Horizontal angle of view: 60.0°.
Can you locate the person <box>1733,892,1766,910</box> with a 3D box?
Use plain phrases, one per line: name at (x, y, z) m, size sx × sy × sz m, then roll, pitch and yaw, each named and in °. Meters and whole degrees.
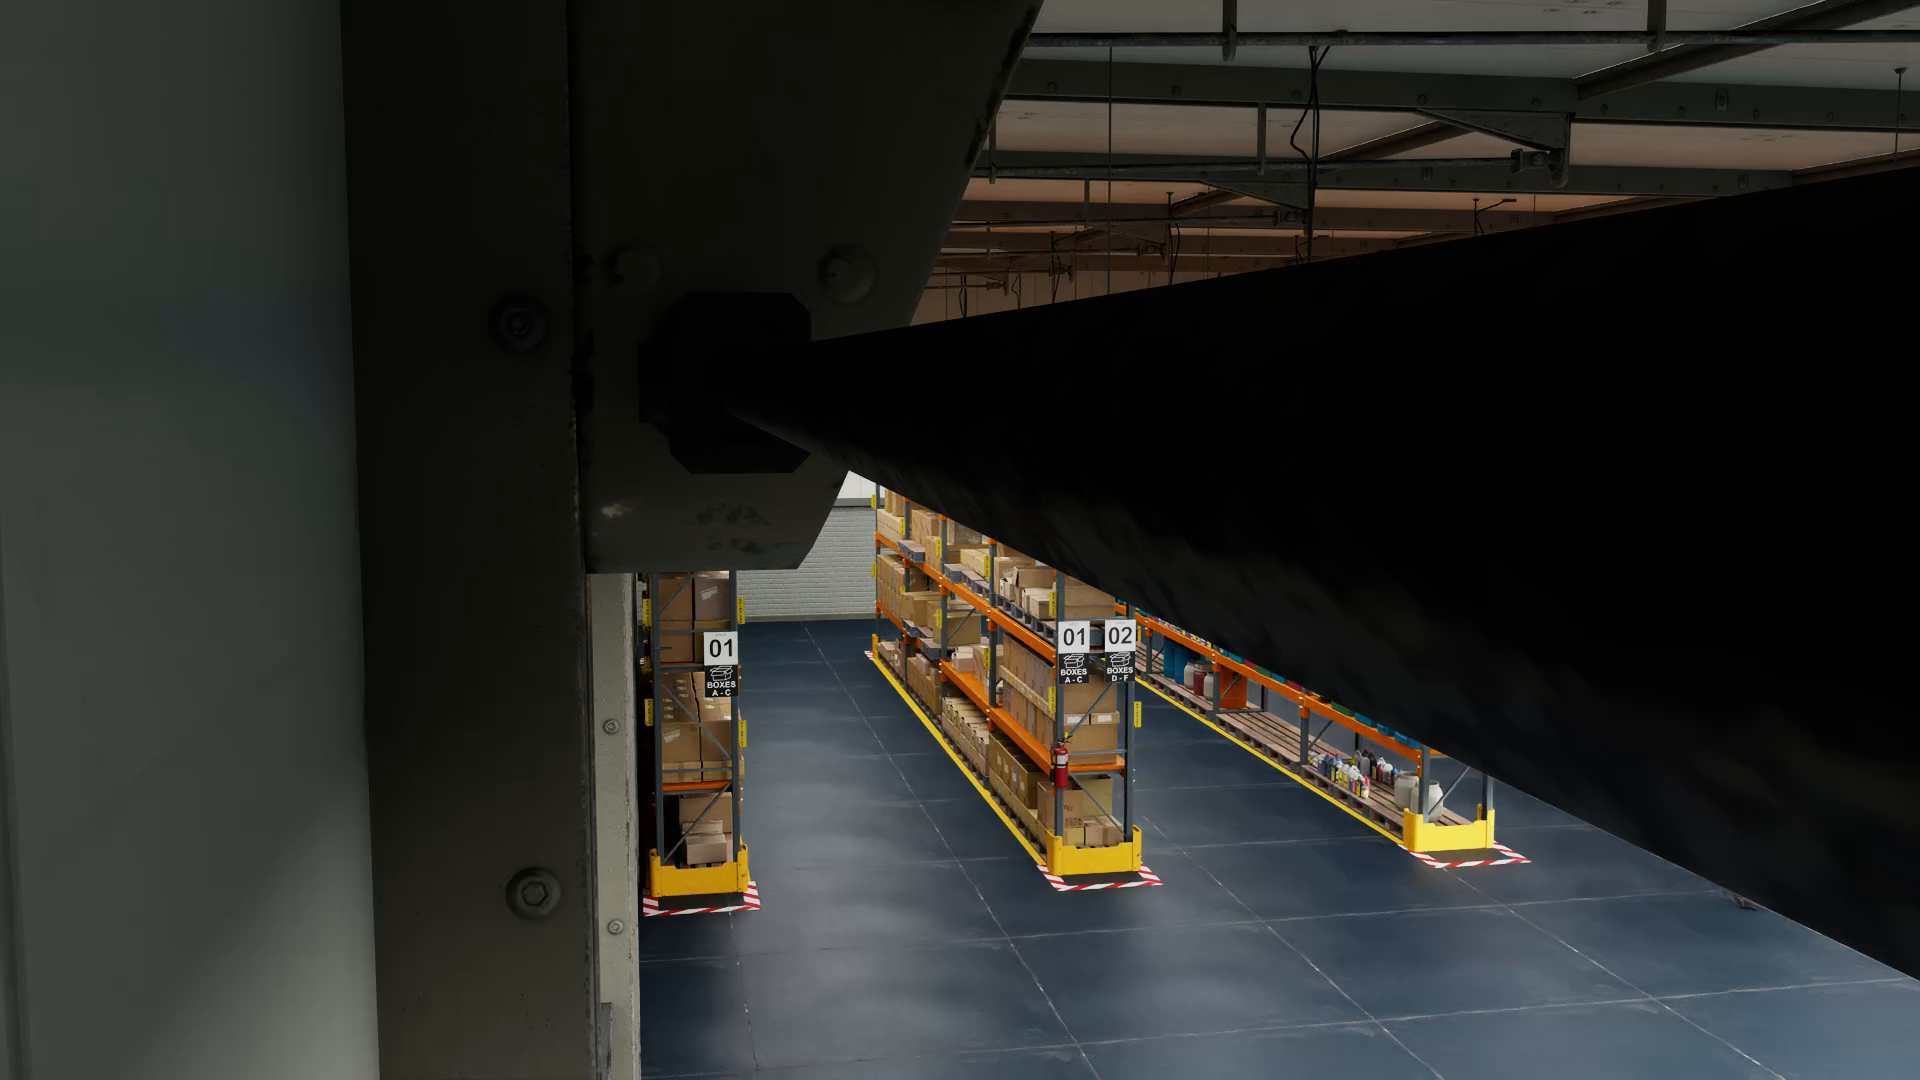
person at (9.361, 3.496, 19.516) m, size 0.610 × 1.693 × 0.652 m, roll 3°, pitch 6°, yaw 23°
